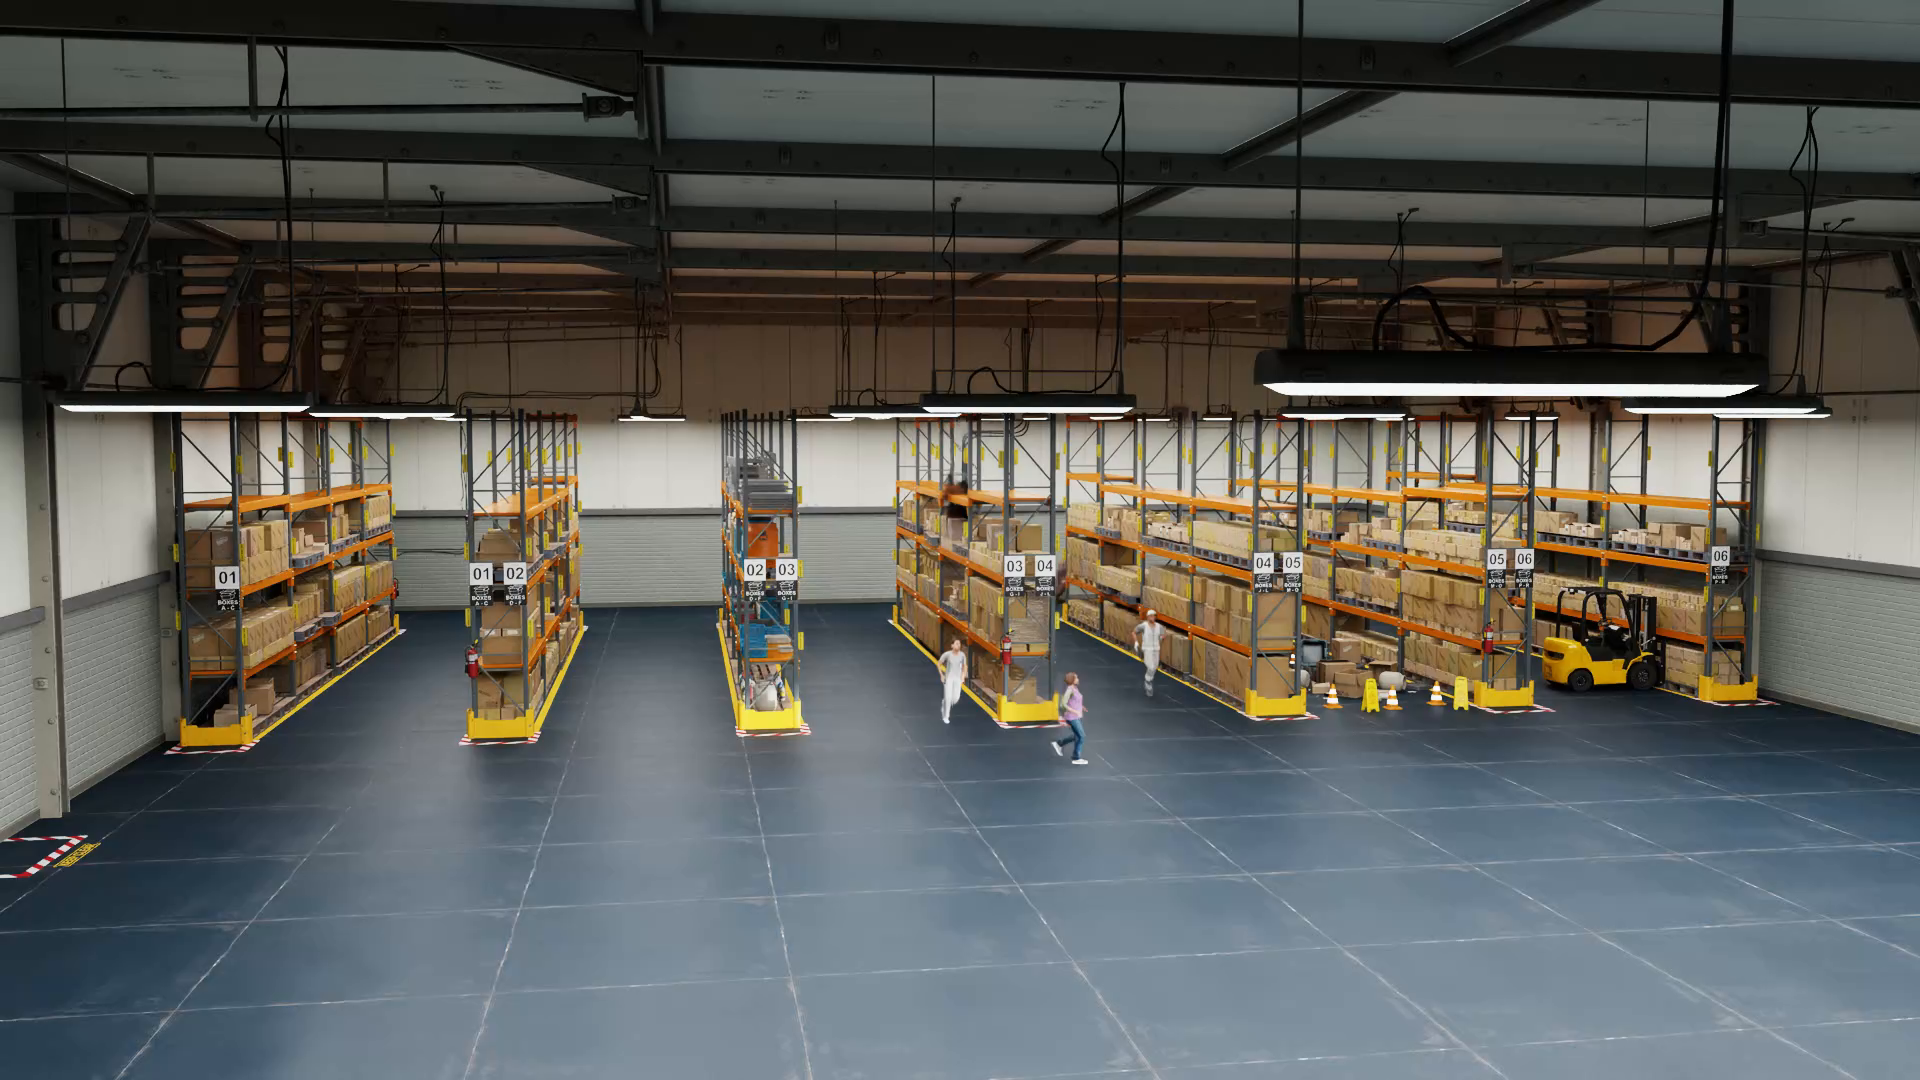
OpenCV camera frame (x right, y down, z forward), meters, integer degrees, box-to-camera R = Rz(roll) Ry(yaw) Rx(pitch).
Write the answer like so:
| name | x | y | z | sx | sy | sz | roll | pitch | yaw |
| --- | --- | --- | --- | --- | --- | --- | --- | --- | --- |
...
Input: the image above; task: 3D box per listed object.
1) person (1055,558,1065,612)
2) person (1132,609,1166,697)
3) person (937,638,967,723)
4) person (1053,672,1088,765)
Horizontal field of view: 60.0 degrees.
| name | x | y | z | sx | sy | sz | roll | pitch | yaw |
| --- | --- | --- | --- | --- | --- | --- | --- | --- | --- |
| person | 2.945 | 1.395 | 49.724 | 0.970 | 1.723 | 0.728 | -2 | 4 | -24 |
| person | 4.020 | 2.383 | 35.082 | 0.650 | 1.844 | 0.774 | -2 | 4 | -21 |
| person | -0.154 | 2.698 | 32.122 | 0.610 | 1.639 | 0.566 | -1 | 4 | -17 |
| person | 1.852 | 2.994 | 27.975 | 0.622 | 1.550 | 0.539 | 1 | 4 | 16 |
